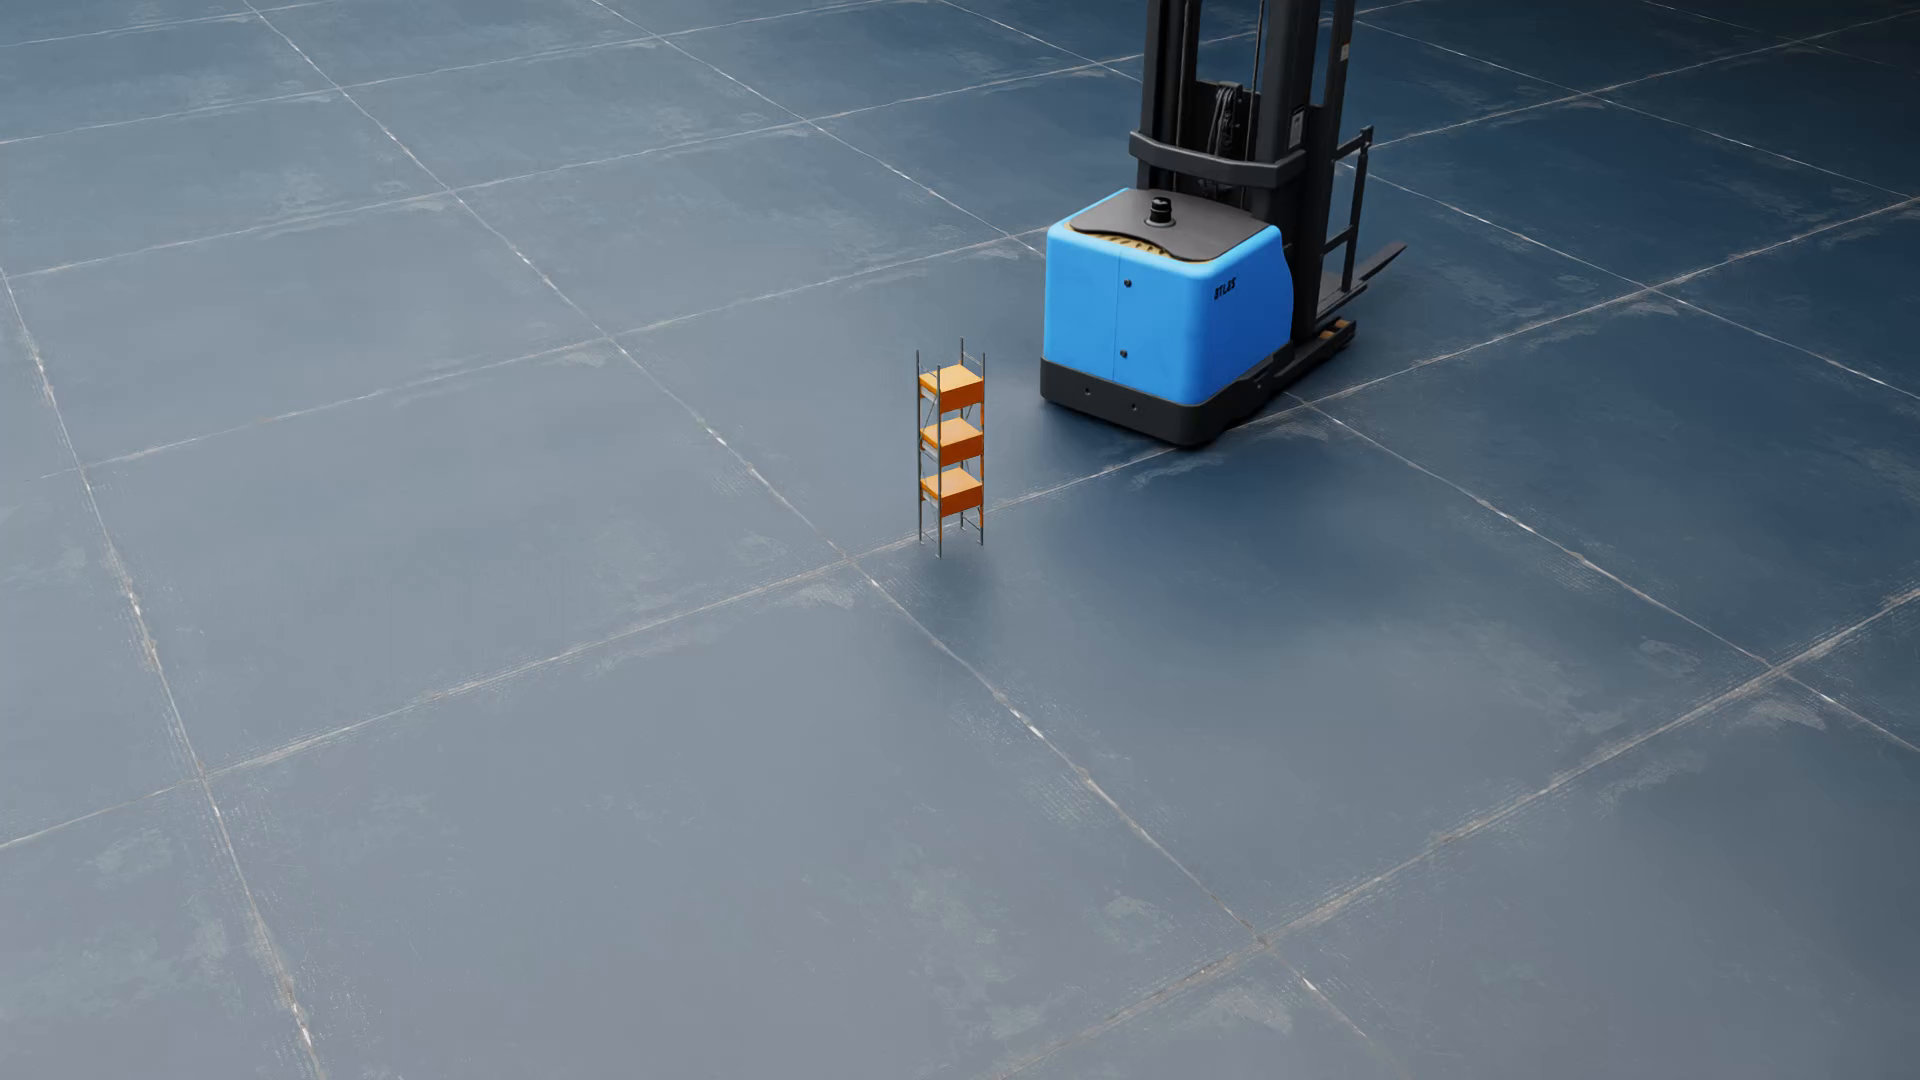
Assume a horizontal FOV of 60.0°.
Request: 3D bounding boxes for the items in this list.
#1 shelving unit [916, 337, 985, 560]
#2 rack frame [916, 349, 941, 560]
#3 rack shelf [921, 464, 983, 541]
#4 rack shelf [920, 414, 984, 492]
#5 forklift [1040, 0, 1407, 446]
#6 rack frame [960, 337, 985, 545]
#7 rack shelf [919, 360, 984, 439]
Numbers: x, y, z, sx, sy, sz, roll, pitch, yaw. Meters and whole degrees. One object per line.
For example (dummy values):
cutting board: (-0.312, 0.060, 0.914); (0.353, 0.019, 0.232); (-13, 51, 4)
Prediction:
shelving unit: (-0.045, -0.429, 7.945); (0.252, 1.050, 0.215); (-19, 37, -27)
rack frame: (-0.148, -0.393, 7.889); (0.008, 1.050, 0.200); (-19, 37, -27)
rack shelf: (-0.045, -0.185, 8.099); (0.240, 0.259, 0.215); (-19, 37, -27)
rack shelf: (-0.045, -0.420, 7.951); (0.240, 0.259, 0.215); (-19, 37, -27)
forklift: (1.750, -2.471, 9.421); (1.130, 2.935, 3.031); (22, 39, 31)
rack frame: (0.058, -0.464, 8.001); (0.008, 1.050, 0.200); (-19, 37, -27)
rack shelf: (-0.045, -0.660, 7.800); (0.240, 0.259, 0.215); (-19, 37, -27)
